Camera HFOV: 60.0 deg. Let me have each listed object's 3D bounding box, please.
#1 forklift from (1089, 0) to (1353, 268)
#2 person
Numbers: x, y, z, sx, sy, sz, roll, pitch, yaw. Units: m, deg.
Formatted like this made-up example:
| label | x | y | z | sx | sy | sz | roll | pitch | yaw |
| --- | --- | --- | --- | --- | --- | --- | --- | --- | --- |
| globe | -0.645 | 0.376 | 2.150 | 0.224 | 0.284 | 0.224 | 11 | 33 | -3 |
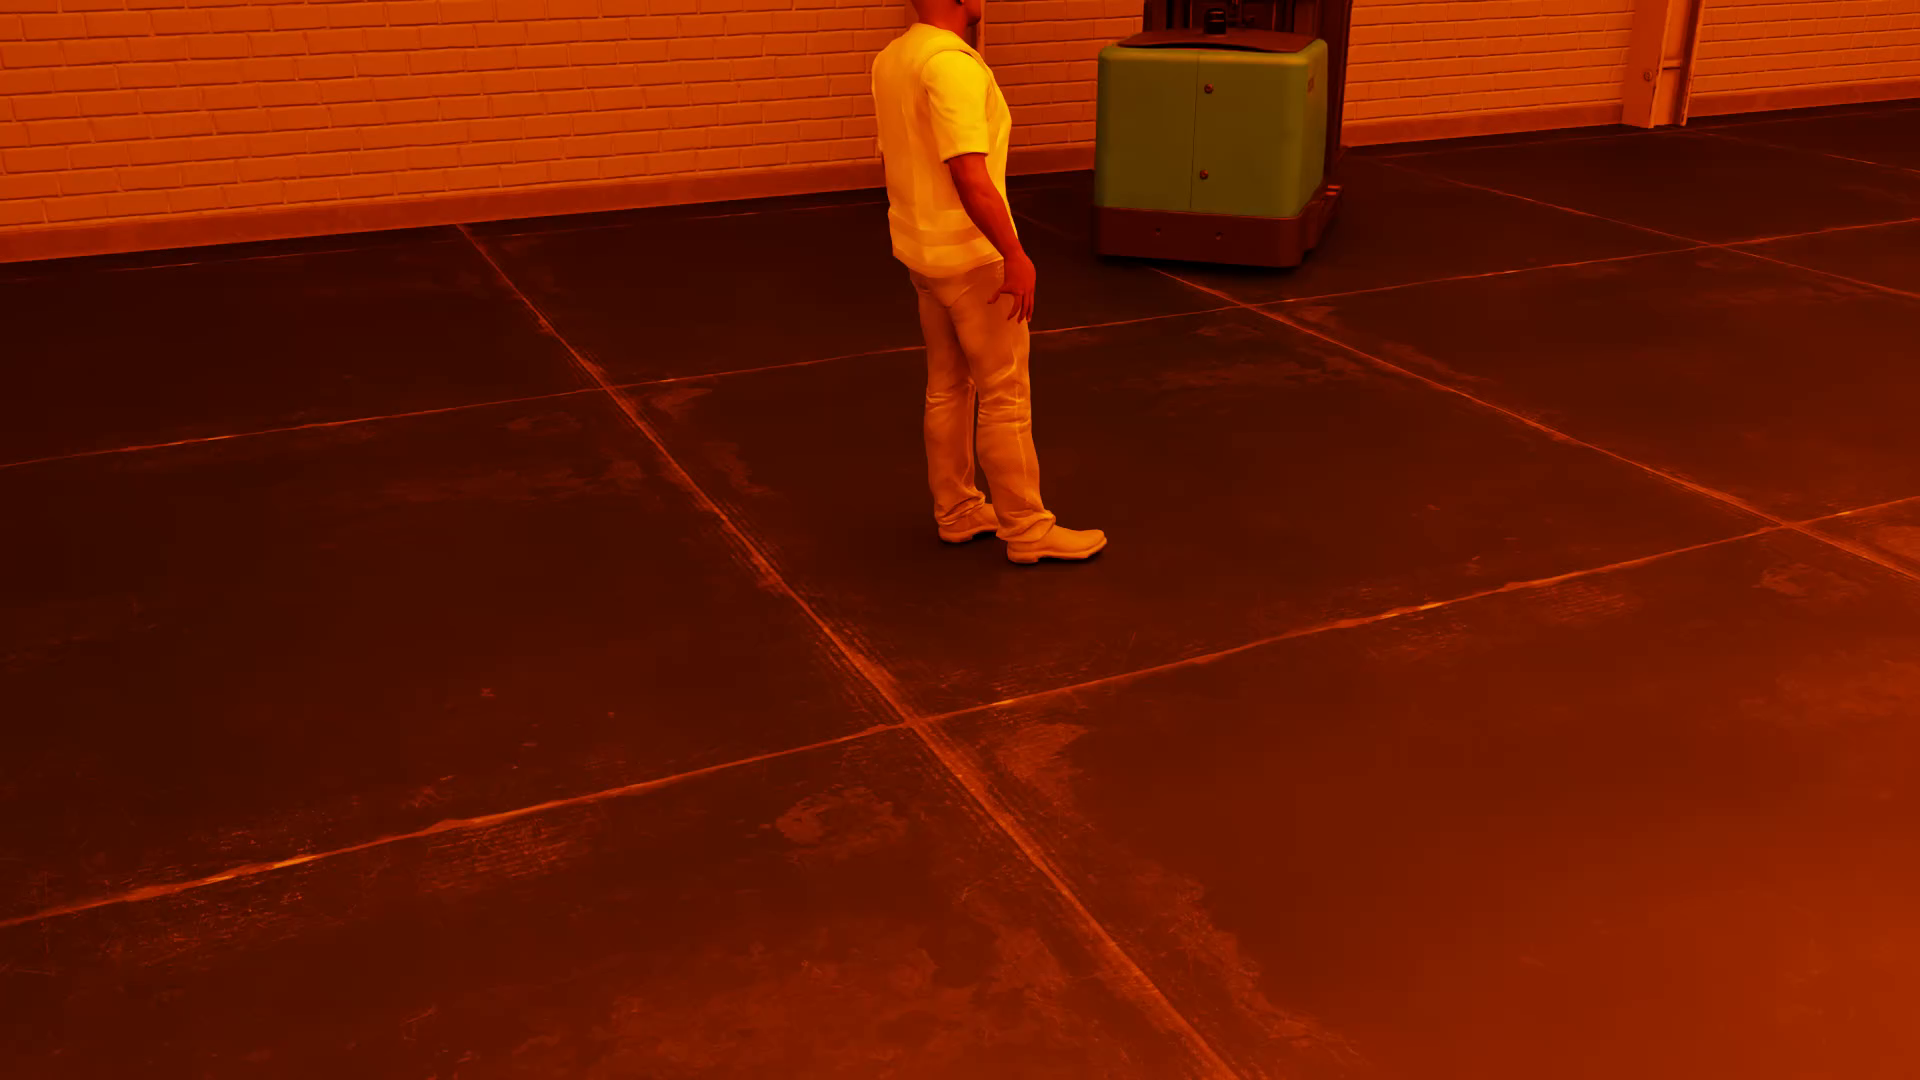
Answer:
| label | x | y | z | sx | sy | sz | roll | pitch | yaw |
| --- | --- | --- | --- | --- | --- | --- | --- | --- | --- |
| forklift | 1.608 | -3.221 | 9.041 | 1.130 | 2.935 | 3.031 | 7 | 24 | 17 |
| person | 0.065 | -0.831 | 4.787 | 0.577 | 1.765 | 0.665 | -10 | 25 | -23 |
